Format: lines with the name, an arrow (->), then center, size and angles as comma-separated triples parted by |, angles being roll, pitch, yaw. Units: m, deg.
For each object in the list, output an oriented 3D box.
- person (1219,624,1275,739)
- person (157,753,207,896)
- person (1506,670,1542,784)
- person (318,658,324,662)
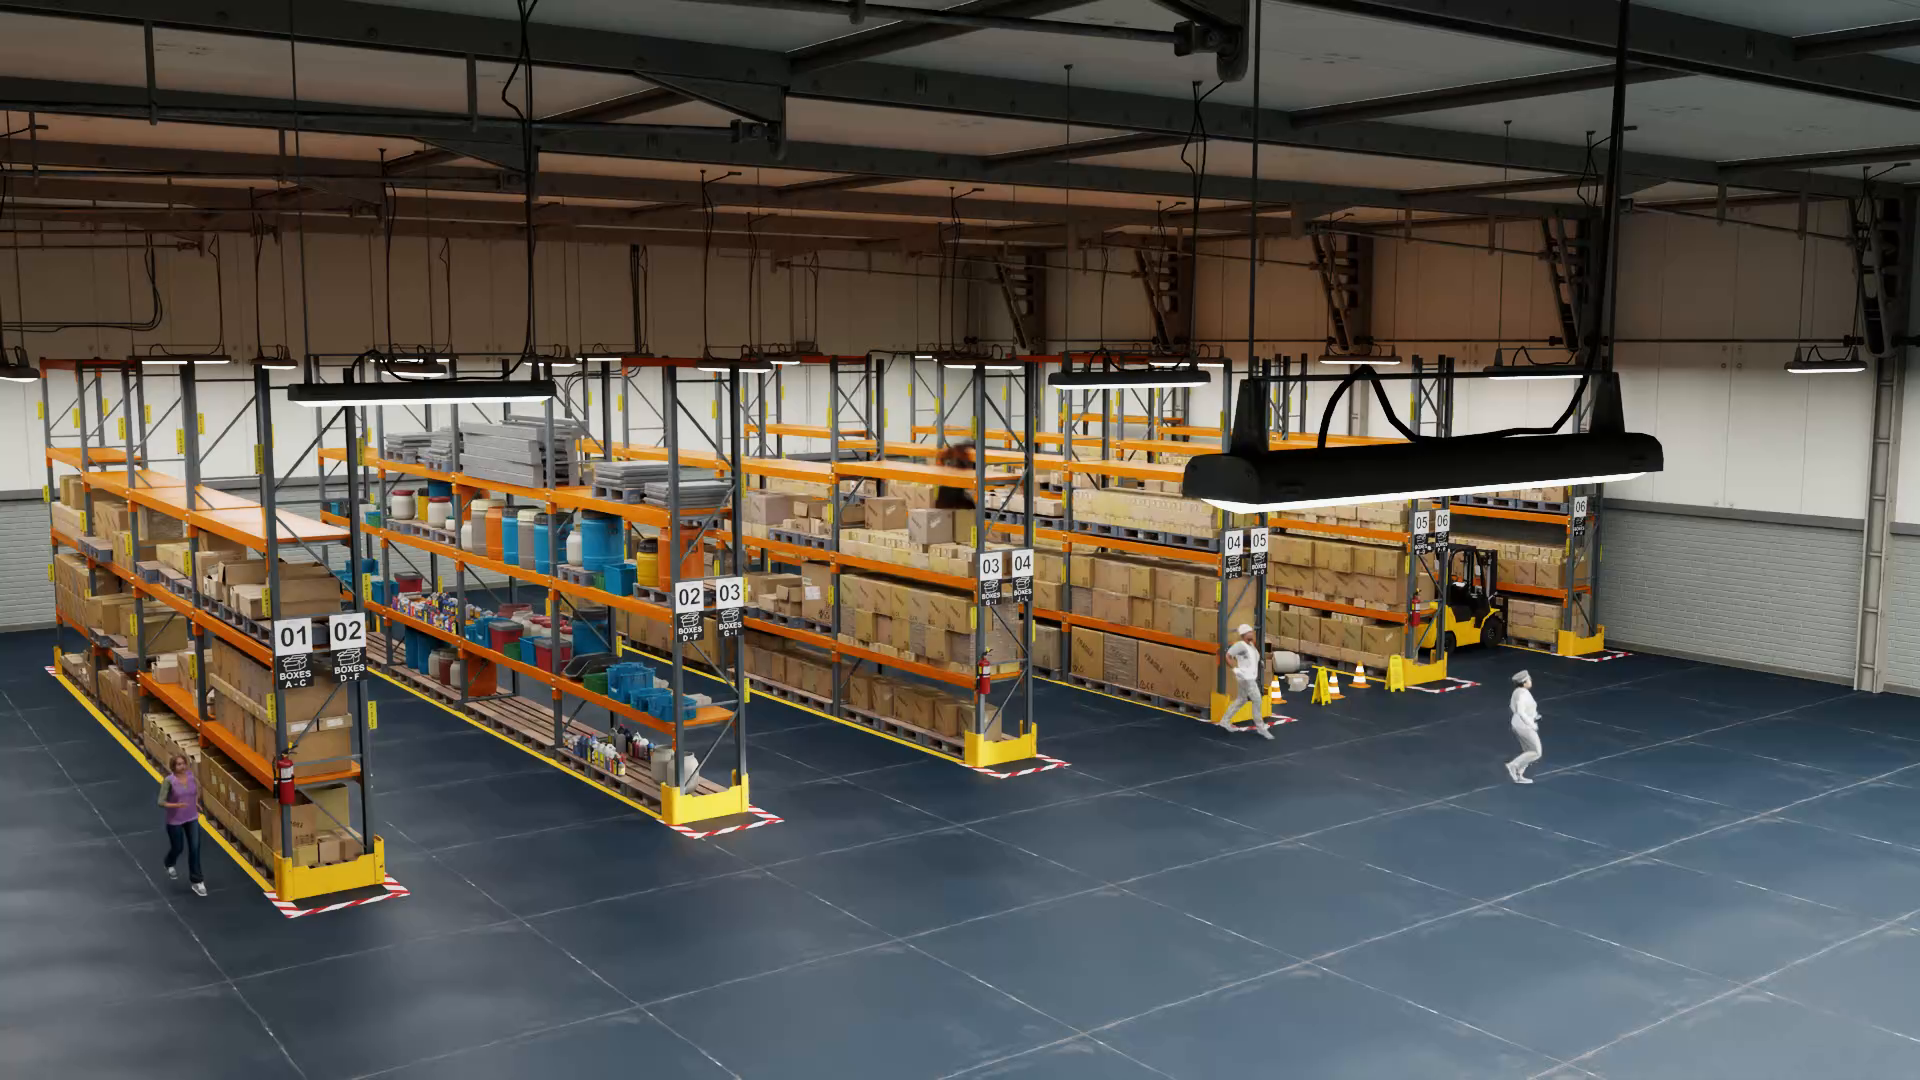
person -> 4.615, 2.244, 26.628 | 0.899, 1.805, 0.761 | 2, 7, 14
person -> -8.935, 3.233, 19.094 | 0.878, 1.596, 0.537 | 6, 9, 43
person -> 8.062, 2.670, 23.723 | 0.564, 1.645, 0.612 | 0, 7, -1
person -> -11.097, 2.089, 28.450 | 0.694, 1.723, 0.560 | 7, 10, 44
